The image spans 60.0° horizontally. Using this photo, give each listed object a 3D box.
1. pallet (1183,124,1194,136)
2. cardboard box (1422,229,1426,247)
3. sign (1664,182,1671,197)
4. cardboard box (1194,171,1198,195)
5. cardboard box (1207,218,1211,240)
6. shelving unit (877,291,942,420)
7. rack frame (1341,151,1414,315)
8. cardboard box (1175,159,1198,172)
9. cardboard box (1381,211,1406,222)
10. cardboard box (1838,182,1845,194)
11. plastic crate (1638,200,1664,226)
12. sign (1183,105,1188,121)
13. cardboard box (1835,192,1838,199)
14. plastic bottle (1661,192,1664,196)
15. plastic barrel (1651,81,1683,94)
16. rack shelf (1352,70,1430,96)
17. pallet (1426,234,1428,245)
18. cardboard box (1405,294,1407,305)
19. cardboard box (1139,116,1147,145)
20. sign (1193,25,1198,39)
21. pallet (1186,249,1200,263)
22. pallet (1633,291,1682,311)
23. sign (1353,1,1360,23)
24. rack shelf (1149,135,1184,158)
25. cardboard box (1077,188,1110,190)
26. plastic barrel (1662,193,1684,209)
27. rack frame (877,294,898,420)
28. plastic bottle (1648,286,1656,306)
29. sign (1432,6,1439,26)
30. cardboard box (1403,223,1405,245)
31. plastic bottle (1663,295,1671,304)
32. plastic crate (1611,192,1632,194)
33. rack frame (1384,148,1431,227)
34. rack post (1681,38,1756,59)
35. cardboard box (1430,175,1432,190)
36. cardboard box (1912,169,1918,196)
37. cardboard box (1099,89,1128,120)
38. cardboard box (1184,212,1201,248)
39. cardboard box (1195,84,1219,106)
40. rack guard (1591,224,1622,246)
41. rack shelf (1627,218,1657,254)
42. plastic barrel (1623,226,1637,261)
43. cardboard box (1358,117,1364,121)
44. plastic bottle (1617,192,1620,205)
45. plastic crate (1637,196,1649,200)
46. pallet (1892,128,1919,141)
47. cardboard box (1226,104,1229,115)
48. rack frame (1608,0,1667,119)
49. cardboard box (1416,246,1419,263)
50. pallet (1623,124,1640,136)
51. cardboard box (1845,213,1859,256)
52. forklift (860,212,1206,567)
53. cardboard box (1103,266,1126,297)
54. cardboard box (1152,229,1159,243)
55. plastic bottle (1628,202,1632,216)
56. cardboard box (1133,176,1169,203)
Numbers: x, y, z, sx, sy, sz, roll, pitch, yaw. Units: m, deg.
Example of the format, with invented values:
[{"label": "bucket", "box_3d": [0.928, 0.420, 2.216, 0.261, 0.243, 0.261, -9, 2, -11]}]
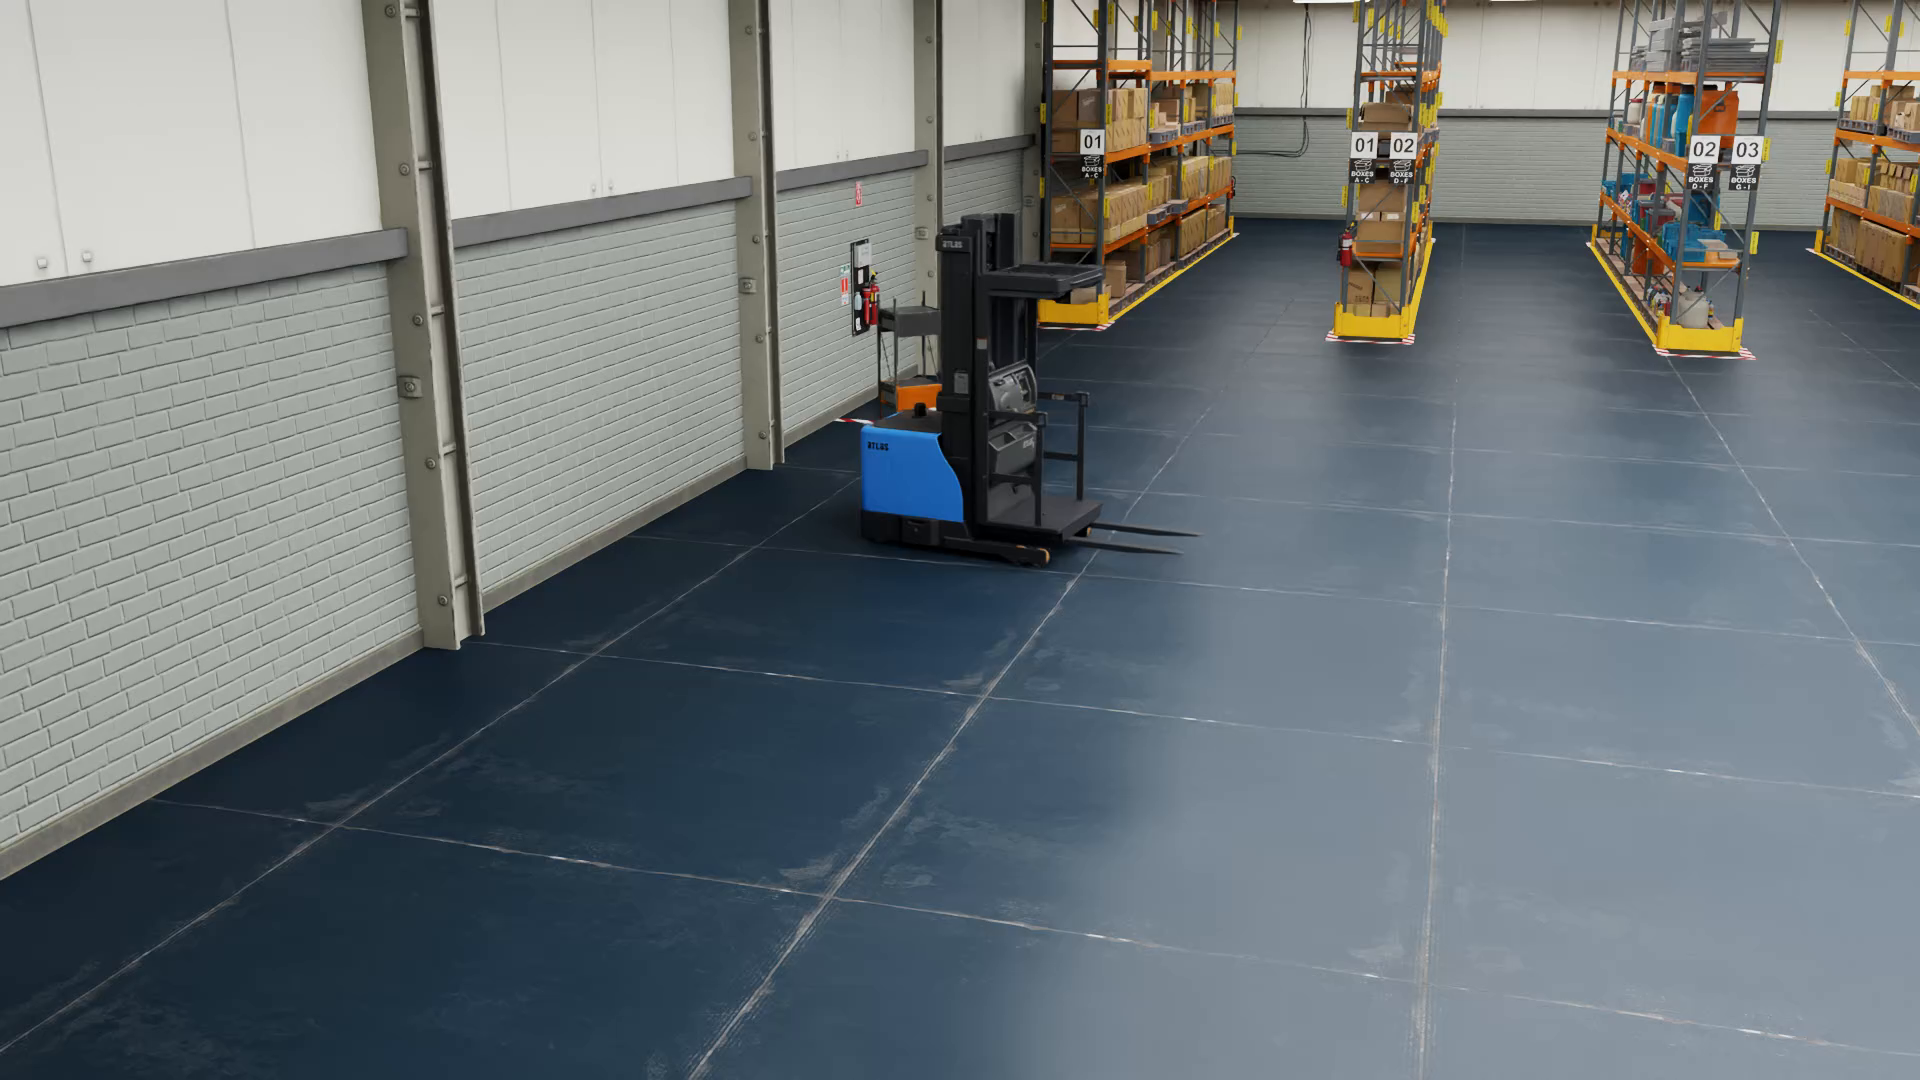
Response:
[{"label": "pallet", "box_3d": [4.316, -8.765, 35.504, 1.213, 0.211, 1.003, 5, 17, 18]}, {"label": "cardboard box", "box_3d": [10.057, -6.633, 36.912, 0.500, 0.500, 0.500, 5, 16, 16]}, {"label": "sign", "box_3d": [15.346, -7.609, 36.071, 0.100, 0.325, 0.005, 5, 16, 16]}, {"label": "cardboard box", "box_3d": [5.007, -7.951, 37.021, 0.500, 0.500, 0.500, 5, 17, 17]}, {"label": "cardboard box", "box_3d": [5.631, -7.474, 39.915, 0.700, 0.500, 0.500, 5, 17, 17]}, {"label": "shelving unit", "box_3d": [-0.476, -1.309, 16.016, 0.503, 2.100, 0.431, -8, 18, -27]}, {"label": "rack frame", "box_3d": [6.661, -4.764, 26.550, 1.000, 3.000, 0.127, 5, 16, 16]}, {"label": "cardboard box", "box_3d": [4.989, -8.307, 36.899, 0.500, 0.250, 0.500, 4, 16, 15]}, {"label": "cardboard box", "box_3d": [6.979, -5.210, 26.750, 0.380, 0.149, 0.250, 5, 16, 15]}, {"label": "cardboard box", "box_3d": [20.022, -7.880, 37.263, 0.500, 0.250, 0.500, 4, 16, 14]}, {"label": "plastic crate", "box_3d": [12.930, -6.104, 31.155, 0.402, 0.464, 0.583, 5, 16, 16]}, {"label": "sign", "box_3d": [4.703, -8.890, 34.649, 0.100, 0.325, 0.005, 5, 16, 16]}, {"label": "cardboard box", "box_3d": [20.070, -7.790, 37.679, 0.380, 0.149, 0.250, 4, 16, 15]}, {"label": "plastic bottle", "box_3d": [14.819, -7.181, 35.159, 0.144, 0.351, 0.185, 5, 16, 16]}, {"label": "plastic barrel", "box_3d": [14.481, -8.946, 34.109, 0.600, 0.901, 0.708, 5, 16, 16]}, {"label": "rack shelf", "box_3d": [7.229, -7.635, 27.728, 1.077, 0.370, 4.000, 5, 16, 16]}, {"label": "pallet", "box_3d": [10.960, -7.380, 40.883, 1.003, 0.211, 1.213, 5, 16, 16]}, {"label": "cardboard box", "box_3d": [7.307, -4.028, 28.225, 0.500, 0.250, 0.500, 5, 16, 16]}, {"label": "cardboard box", "box_3d": [3.140, -7.543, 30.629, 0.500, 0.500, 0.500, 5, 17, 17]}, {"label": "sign", "box_3d": [5.927, -12.790, 41.848, 0.100, 0.325, 0.005, 5, 16, 16]}, {"label": "pallet", "box_3d": [4.829, -6.417, 37.488, 1.003, 0.211, 1.213, 5, 16, 16]}, {"label": "pallet", "box_3d": [12.731, -4.293, 29.997, 1.003, 0.211, 1.213, 5, 16, 16]}, {"label": "sign", "box_3d": [6.144, -8.184, 25.754, 0.100, 0.325, 0.005, 5, 16, 16]}, {"label": "rack shelf", "box_3d": [3.615, -7.814, 33.124, 1.077, 0.370, 4.000, 5, 16, 16]}, {"label": "cardboard box", "box_3d": [2.416, -6.120, 30.195, 0.500, 0.500, 0.500, 5, 17, 17]}, {"label": "plastic barrel", "box_3d": [13.841, -6.393, 32.042, 0.600, 0.536, 0.708, 5, 16, 16]}, {"label": "rack frame", "box_3d": [-0.690, -1.277, 15.904, 0.015, 2.100, 0.400, -8, 18, -27]}, {"label": "plastic bottle", "box_3d": [11.918, -4.184, 28.552, 0.144, 0.351, 0.185, 5, 17, 17]}, {"label": "sign", "box_3d": [8.323, -9.173, 29.097, 0.100, 0.325, 0.005, 5, 16, 16]}, {"label": "cardboard box", "box_3d": [7.097, -5.201, 27.905, 0.700, 0.500, 0.500, 5, 17, 16]}, {"label": "plastic bottle", "box_3d": [11.893, -3.982, 27.978, 0.152, 0.276, 0.135, 5, 16, 16]}, {"label": "plastic crate", "box_3d": [14.879, -7.729, 37.396, 0.437, 0.125, 0.590, 5, 16, 16]}, {"label": "rack frame", "box_3d": [10.071, -7.904, 37.618, 1.000, 3.000, 0.127, 5, 16, 16]}, {"label": "rack post", "box_3d": [11.929, -7.738, 26.179, 0.937, 0.300, 0.954, 4, 16, 15]}, {"label": "cardboard box", "box_3d": [10.764, -8.329, 38.934, 0.500, 0.500, 0.500, 5, 16, 16]}, {"label": "cardboard box", "box_3d": [18.654, -6.809, 31.736, 0.797, 0.503, 0.637, 5, 17, 18]}, {"label": "cardboard box", "box_3d": [2.578, -7.473, 28.552, 0.500, 0.500, 0.500, 5, 17, 17]}, {"label": "cardboard box", "box_3d": [5.011, -7.042, 37.749, 0.750, 0.750, 0.750, 5, 17, 18]}, {"label": "cardboard box", "box_3d": [5.792, -10.433, 38.988, 0.500, 0.500, 0.500, 4, 16, 15]}, {"label": "rack guard", "box_3d": [15.950, -7.370, 40.317, 1.175, 0.500, 0.348, 5, 16, 16]}, {"label": "rack shelf", "box_3d": [13.114, -5.603, 30.824, 1.077, 0.370, 4.000, 5, 16, 16]}, {"label": "plastic barrel", "box_3d": [14.447, -6.385, 35.339, 0.600, 0.901, 0.708, 5, 16, 16]}, {"label": "cardboard box", "box_3d": [6.893, -6.901, 27.723, 0.500, 0.311, 0.500, 7, 17, 22]}, {"label": "plastic bottle", "box_3d": [14.306, -7.400, 36.055, 0.061, 0.283, 0.133, 5, 16, 16]}, {"label": "plastic crate", "box_3d": [15.088, -7.531, 36.679, 0.396, 0.136, 0.243, 5, 16, 16]}, {"label": "pallet", "box_3d": [18.878, -7.906, 32.474, 1.003, 0.211, 1.213, 5, 17, 18]}, {"label": "cardboard box", "box_3d": [6.357, -10.606, 40.970, 0.500, 0.250, 0.500, 4, 16, 14]}, {"label": "rack frame", "box_3d": [15.956, -11.451, 39.131, 1.000, 3.000, 0.127, 5, 16, 16]}, {"label": "cardboard box", "box_3d": [8.880, -5.714, 33.138, 0.500, 0.311, 0.500, 4, 16, 15]}, {"label": "pallet", "box_3d": [14.690, -8.658, 35.127, 1.213, 0.211, 1.003, 5, 16, 16]}, {"label": "cardboard box", "box_3d": [20.088, -6.716, 36.556, 0.875, 0.875, 0.875, 5, 16, 16]}, {"label": "forklift", "box_3d": [0.649, -1.339, 14.599, 3.031, 2.935, 1.130, 7, 17, 24]}, {"label": "cardboard box", "box_3d": [2.611, -4.668, 29.984, 0.700, 0.500, 0.500, 4, 16, 12]}, {"label": "cardboard box", "box_3d": [3.807, -6.274, 34.271, 0.500, 0.250, 0.500, 5, 17, 17]}, {"label": "plastic bottle", "box_3d": [13.559, -6.689, 33.572, 0.097, 0.271, 0.097, 0, 16, 0]}, {"label": "cardboard box", "box_3d": [3.927, -7.228, 34.247, 0.700, 0.500, 0.500, 3, 16, 11]}]
